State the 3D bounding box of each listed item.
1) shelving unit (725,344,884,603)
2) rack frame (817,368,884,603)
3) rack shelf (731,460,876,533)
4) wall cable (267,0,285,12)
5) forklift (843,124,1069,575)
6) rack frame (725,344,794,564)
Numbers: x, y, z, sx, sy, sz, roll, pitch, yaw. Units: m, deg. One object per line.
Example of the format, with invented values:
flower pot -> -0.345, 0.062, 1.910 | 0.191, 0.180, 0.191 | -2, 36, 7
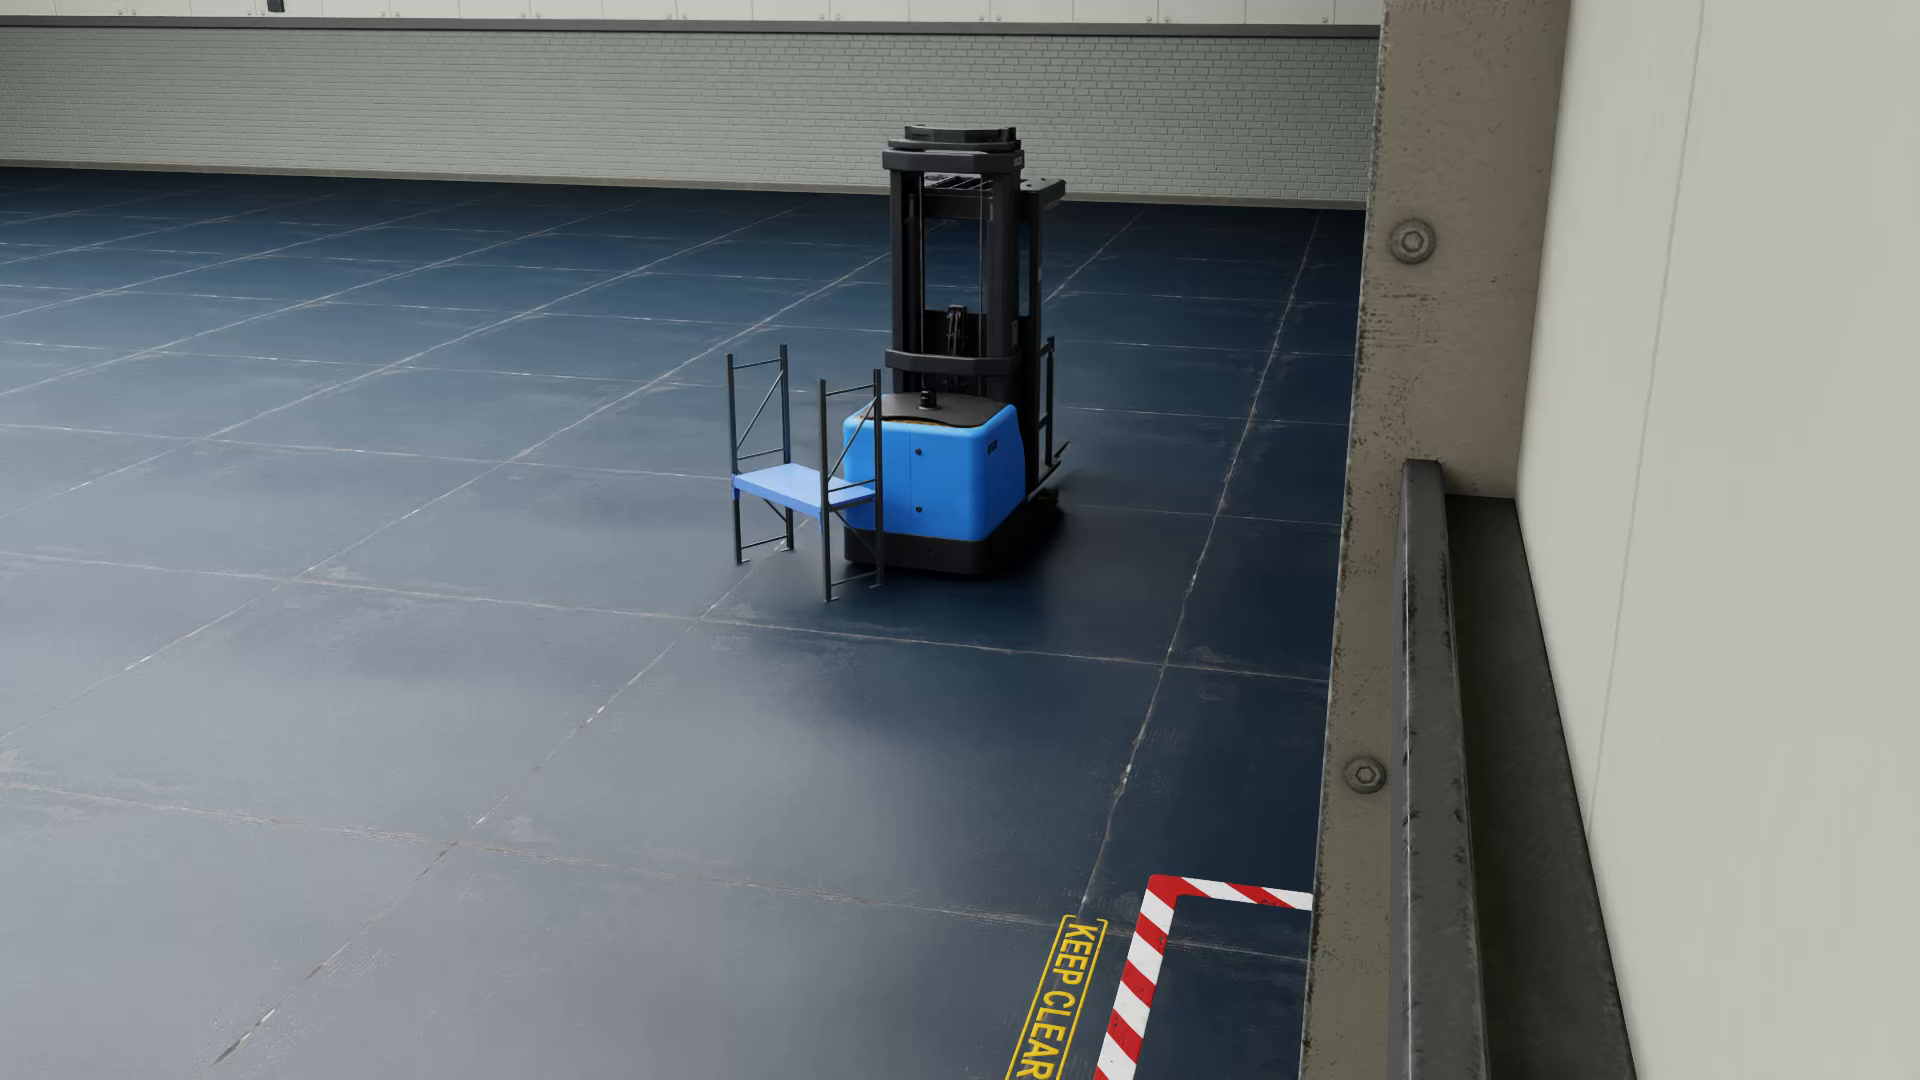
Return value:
shelving unit -> -1.051, -0.475, 11.257 | 0.538, 1.500, 1.048 | -16, 25, -40
rack frame -> -0.708, -0.353, 10.901 | 0.500, 1.500, 0.032 | -16, 25, -40
rack shelf -> -1.051, -0.304, 11.315 | 0.538, 0.185, 1.000 | -16, 25, -40
wall cable -> -12.566, -13.216, 31.698 | 2.305, 6.003, 0.169 | 5, 19, 13
forklift -> 0.128, -1.591, 12.312 | 1.130, 2.935, 3.031 | 6, 20, 17
rack frame -> -1.393, -0.596, 11.612 | 0.500, 1.500, 0.032 | -16, 25, -40
